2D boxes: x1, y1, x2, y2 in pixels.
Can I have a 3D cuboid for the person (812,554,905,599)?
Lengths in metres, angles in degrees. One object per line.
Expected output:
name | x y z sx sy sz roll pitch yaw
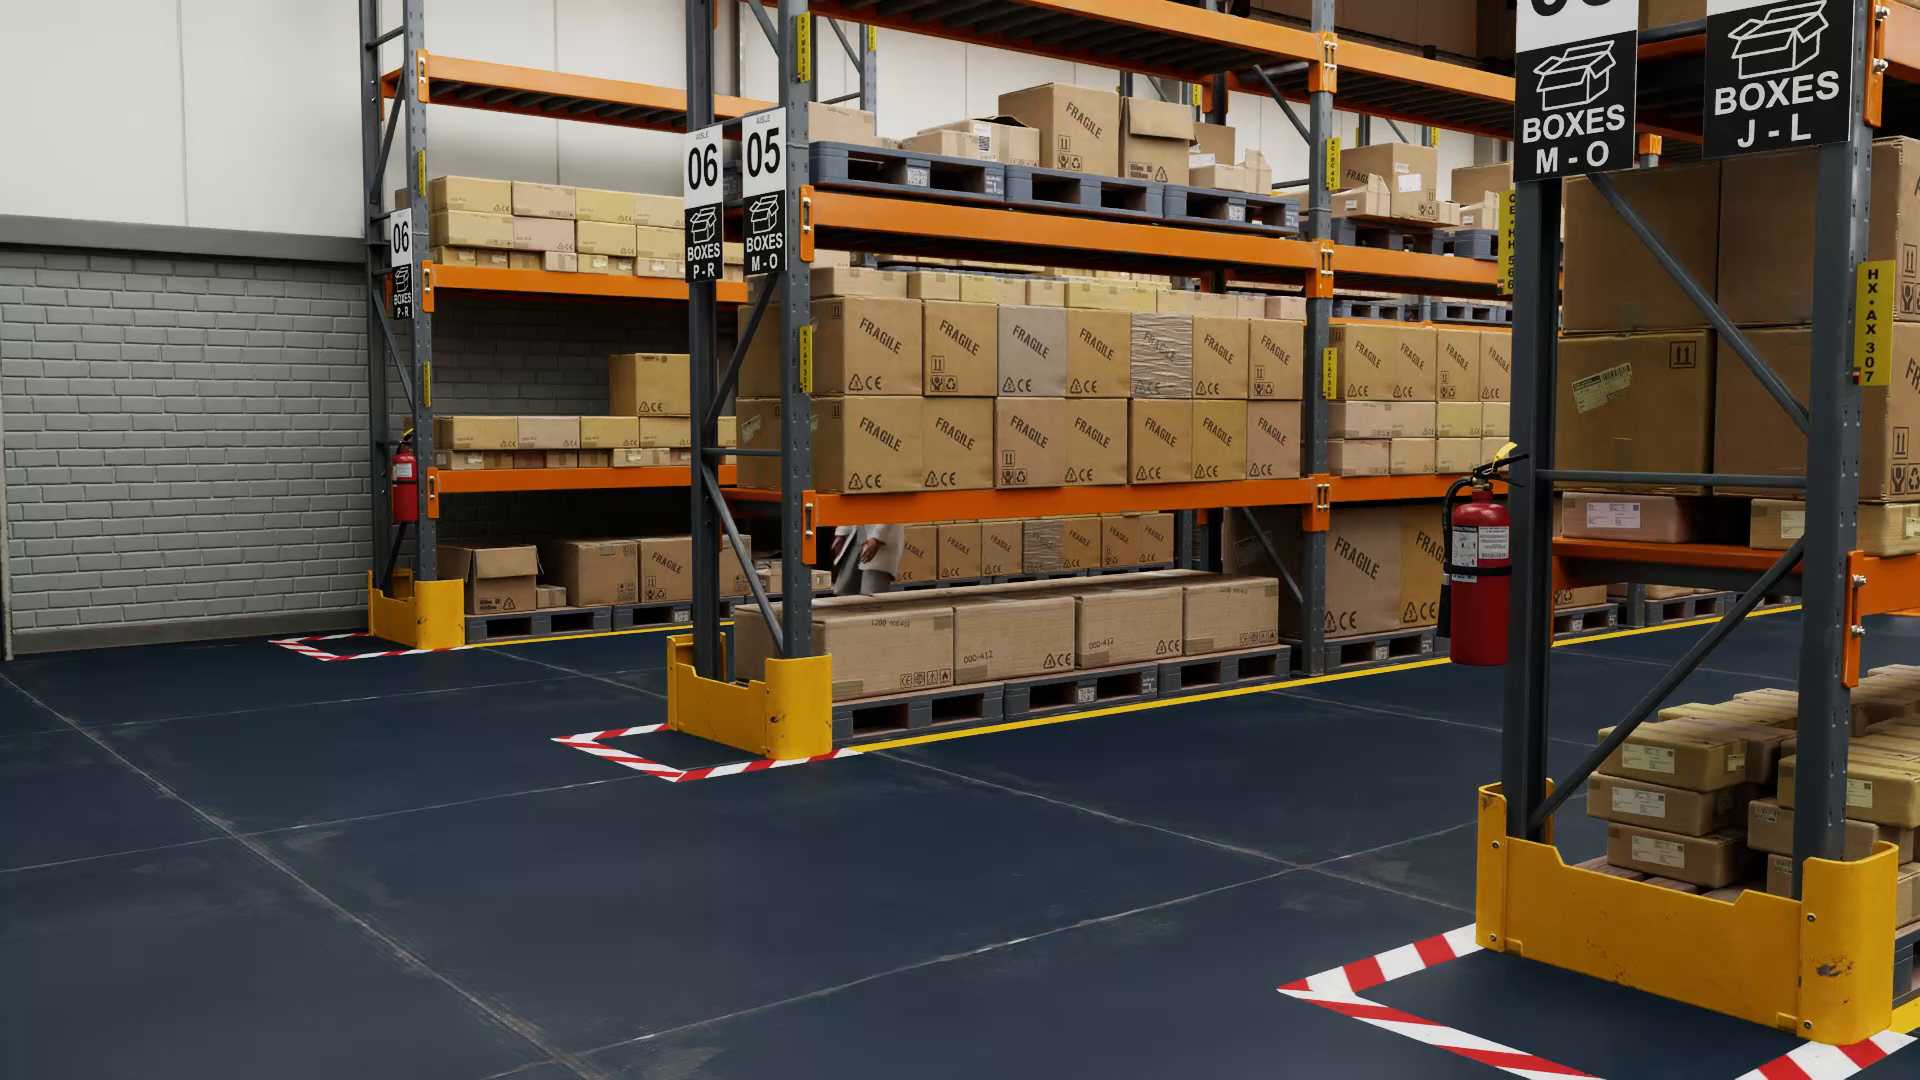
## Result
person | -0.748 0.514 11.202 0.916 0.892 0.579 -3 5 -39
